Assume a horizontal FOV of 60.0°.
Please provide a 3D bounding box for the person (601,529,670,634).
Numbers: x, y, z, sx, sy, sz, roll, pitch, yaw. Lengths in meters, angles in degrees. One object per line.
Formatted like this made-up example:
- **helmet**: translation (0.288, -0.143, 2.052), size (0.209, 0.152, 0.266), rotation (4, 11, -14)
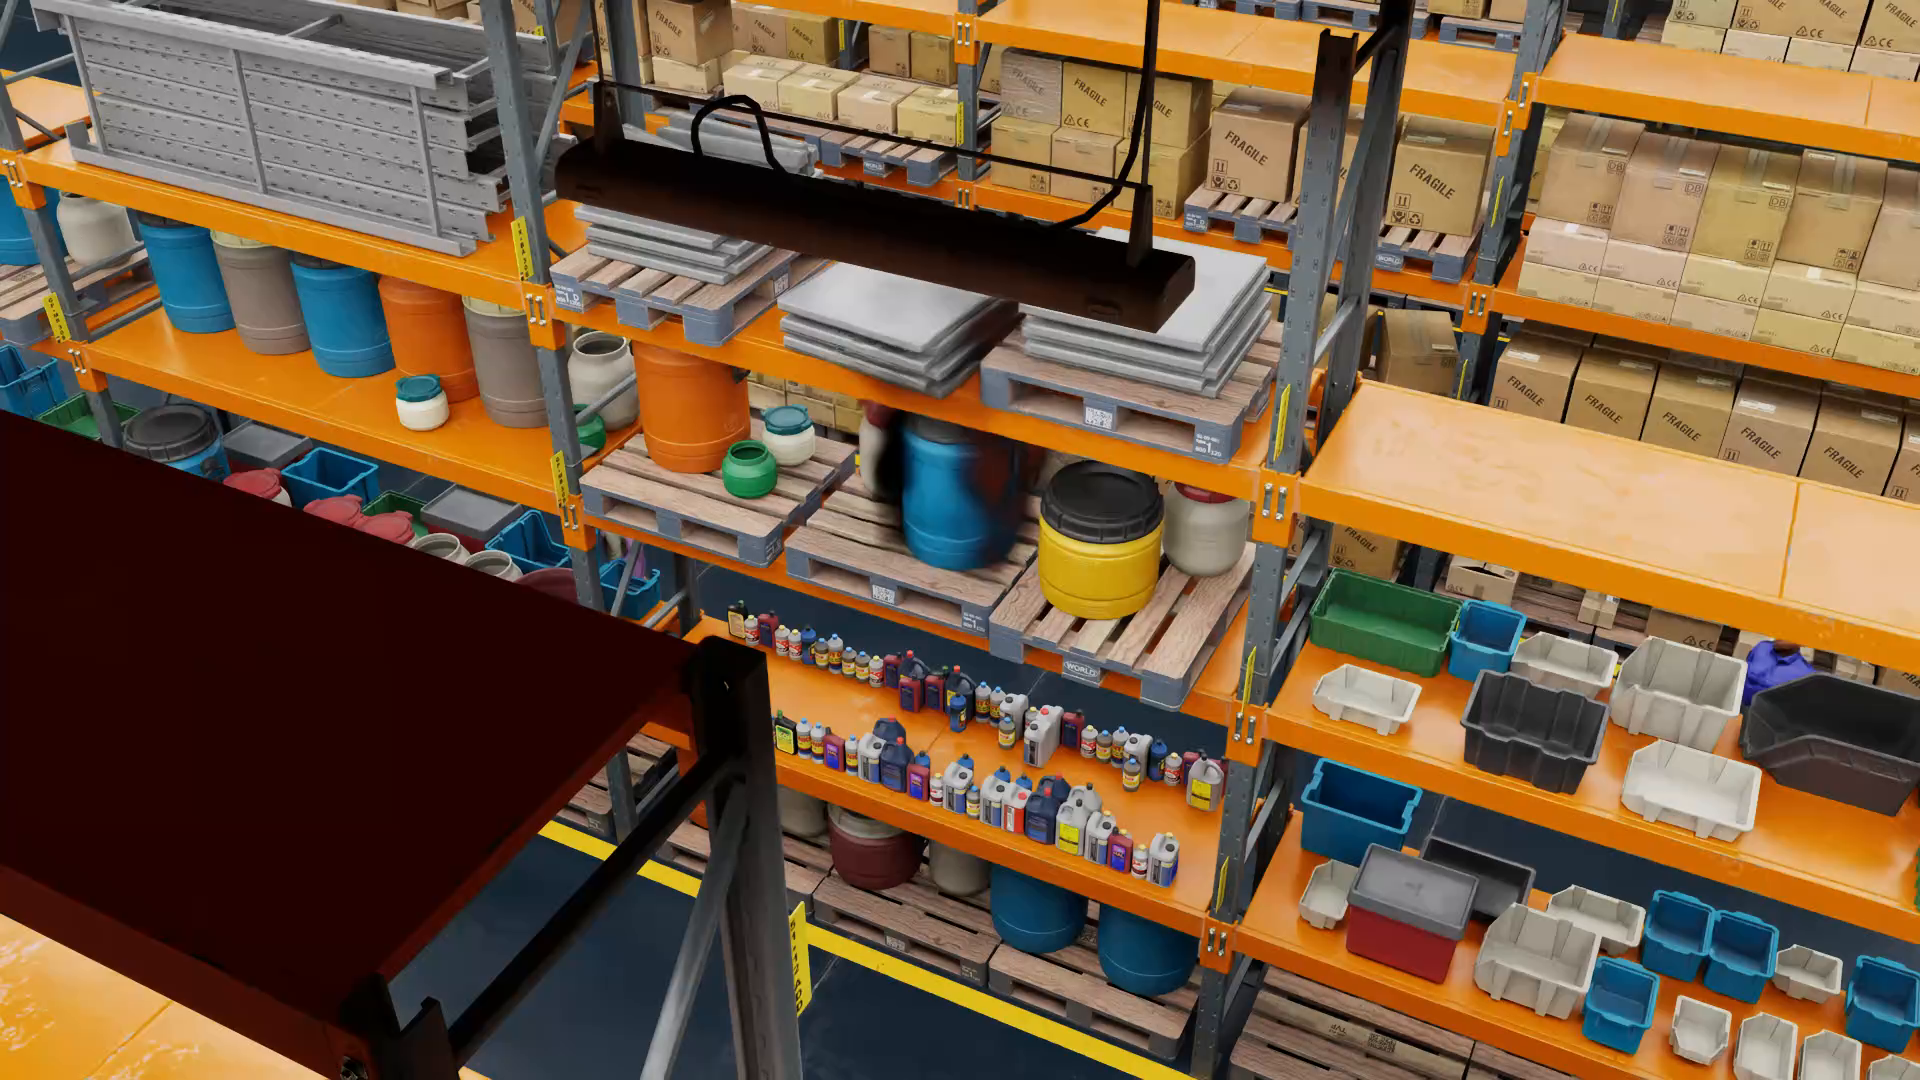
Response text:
- **person**: translation (-2.327, 0.374, 11.957), size (0.525, 1.580, 0.577), rotation (-13, 37, -17)

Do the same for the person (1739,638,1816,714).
- **person**: translation (5.156, 1.180, 10.772), size (0.503, 1.671, 0.391), rotation (27, 43, 33)
